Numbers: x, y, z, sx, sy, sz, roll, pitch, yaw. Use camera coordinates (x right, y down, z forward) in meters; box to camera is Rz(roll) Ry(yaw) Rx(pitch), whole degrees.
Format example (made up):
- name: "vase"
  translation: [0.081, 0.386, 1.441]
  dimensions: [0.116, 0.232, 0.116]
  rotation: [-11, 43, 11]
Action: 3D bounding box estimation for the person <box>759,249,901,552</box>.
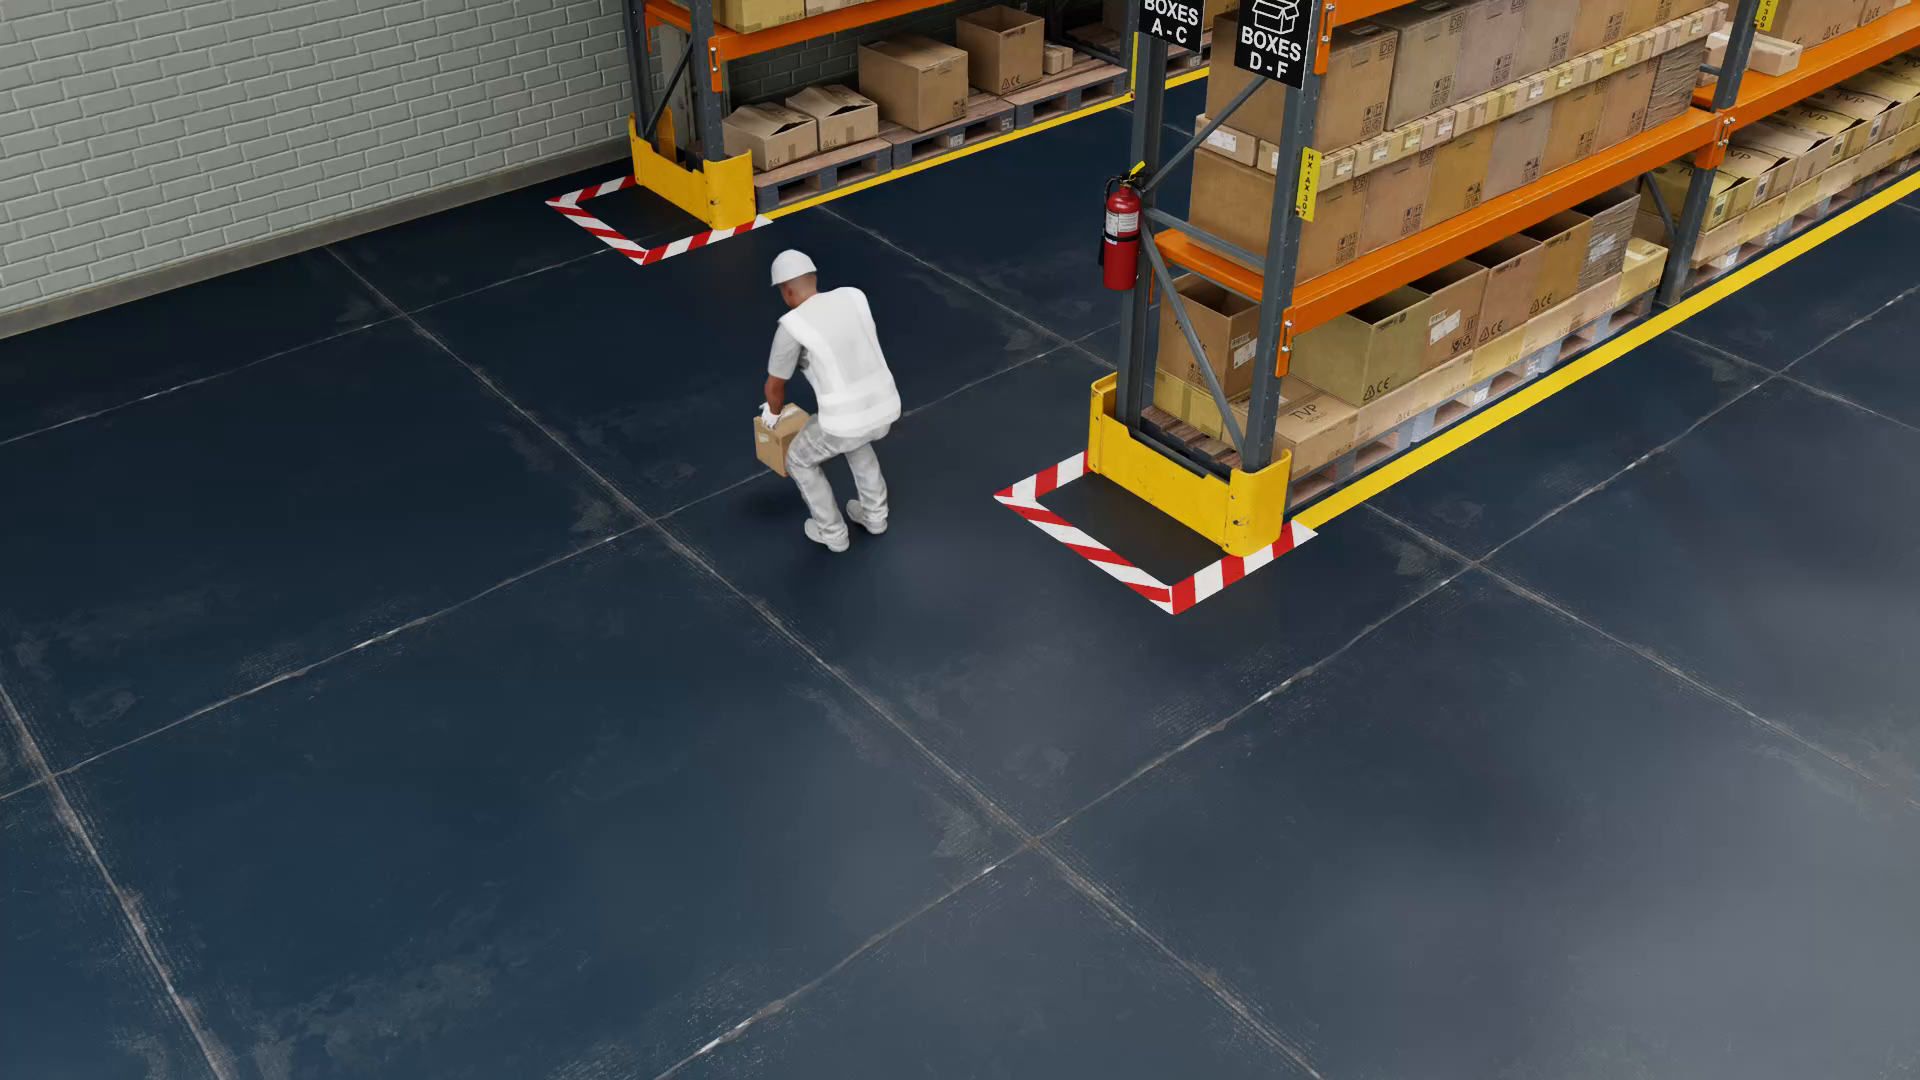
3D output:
- name: "person"
  translation: [-0.648, -0.665, 8.236]
  dimensions: [0.610, 1.498, 0.717]
  rotation: [-26, 43, -31]
